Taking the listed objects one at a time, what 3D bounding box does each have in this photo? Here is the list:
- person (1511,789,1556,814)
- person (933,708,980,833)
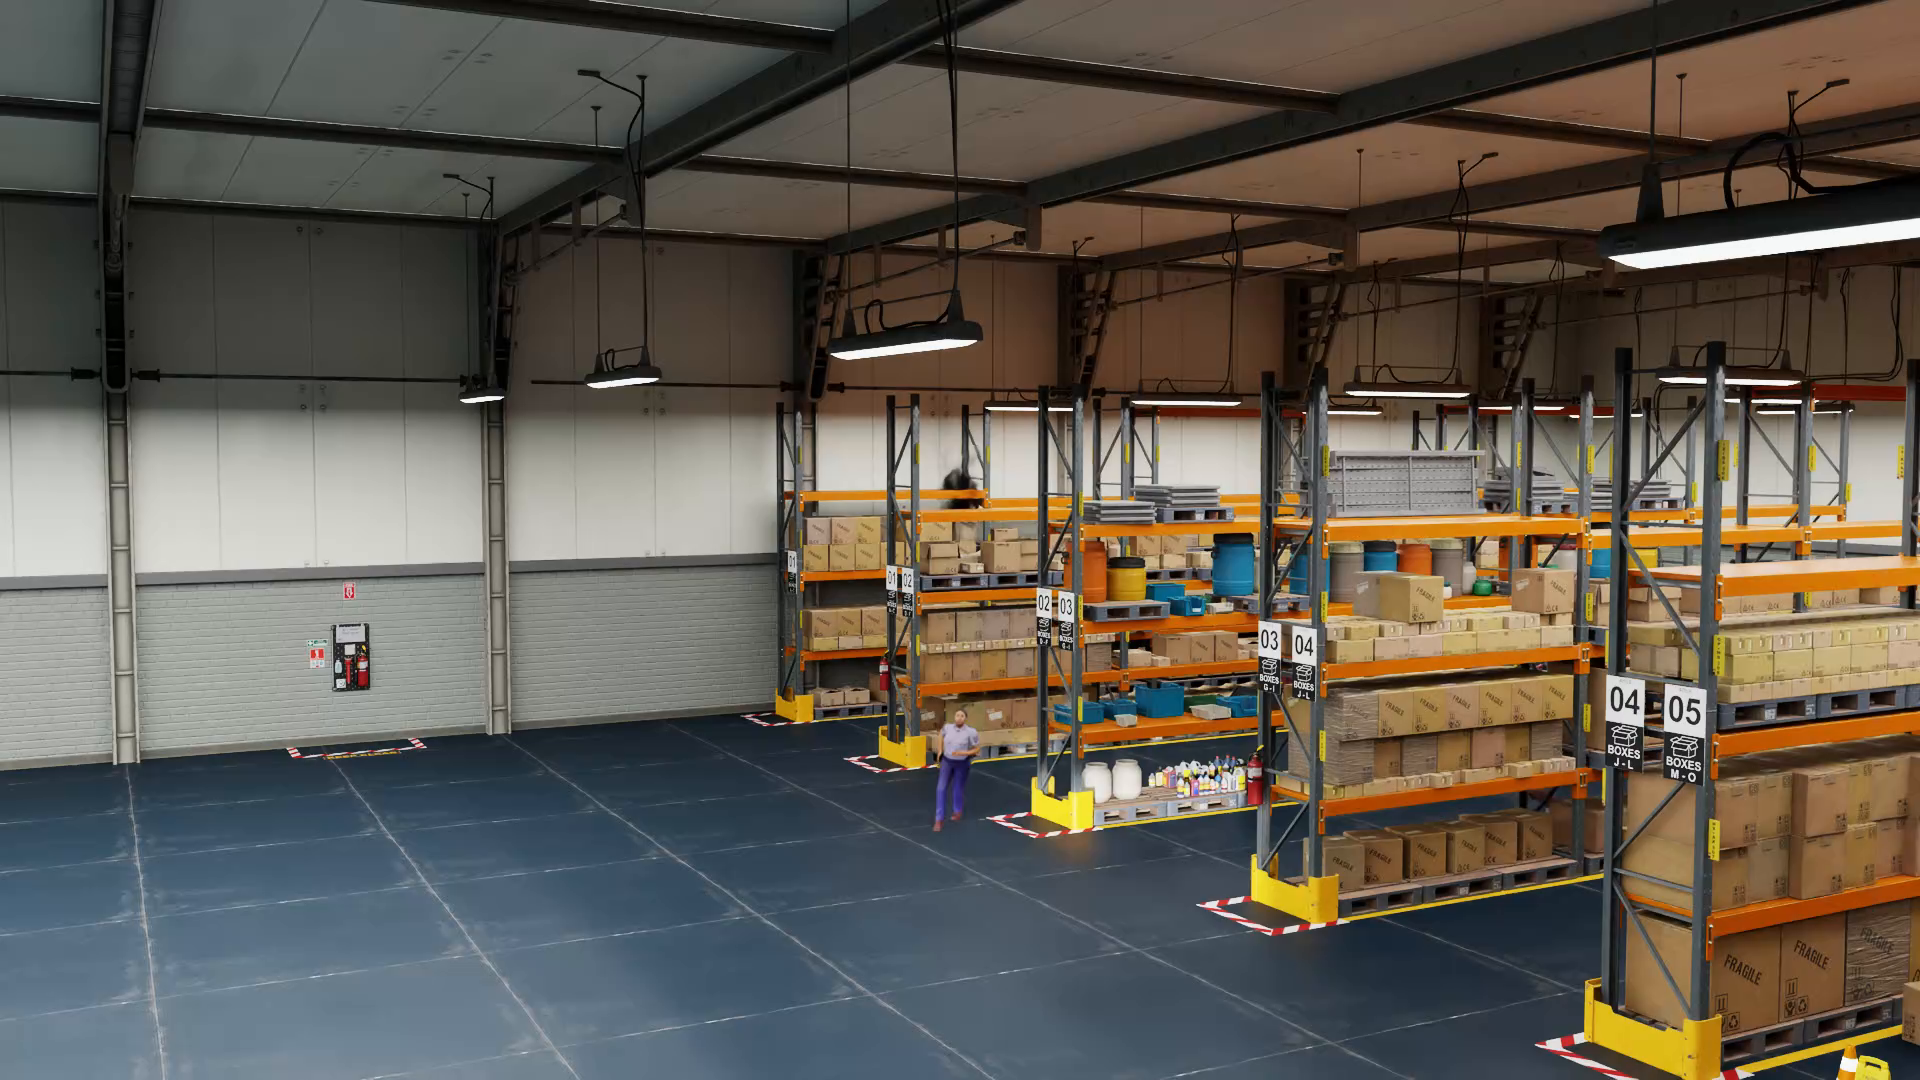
[{"bbox_3d":[7.787,3.062,22.662,0.802,1.635,0.589,-2,4,-32],"label":"person"},{"bbox_3d":[-0.023,3.097,22.545,0.618,1.680,0.832,1,3,12],"label":"person"}]
